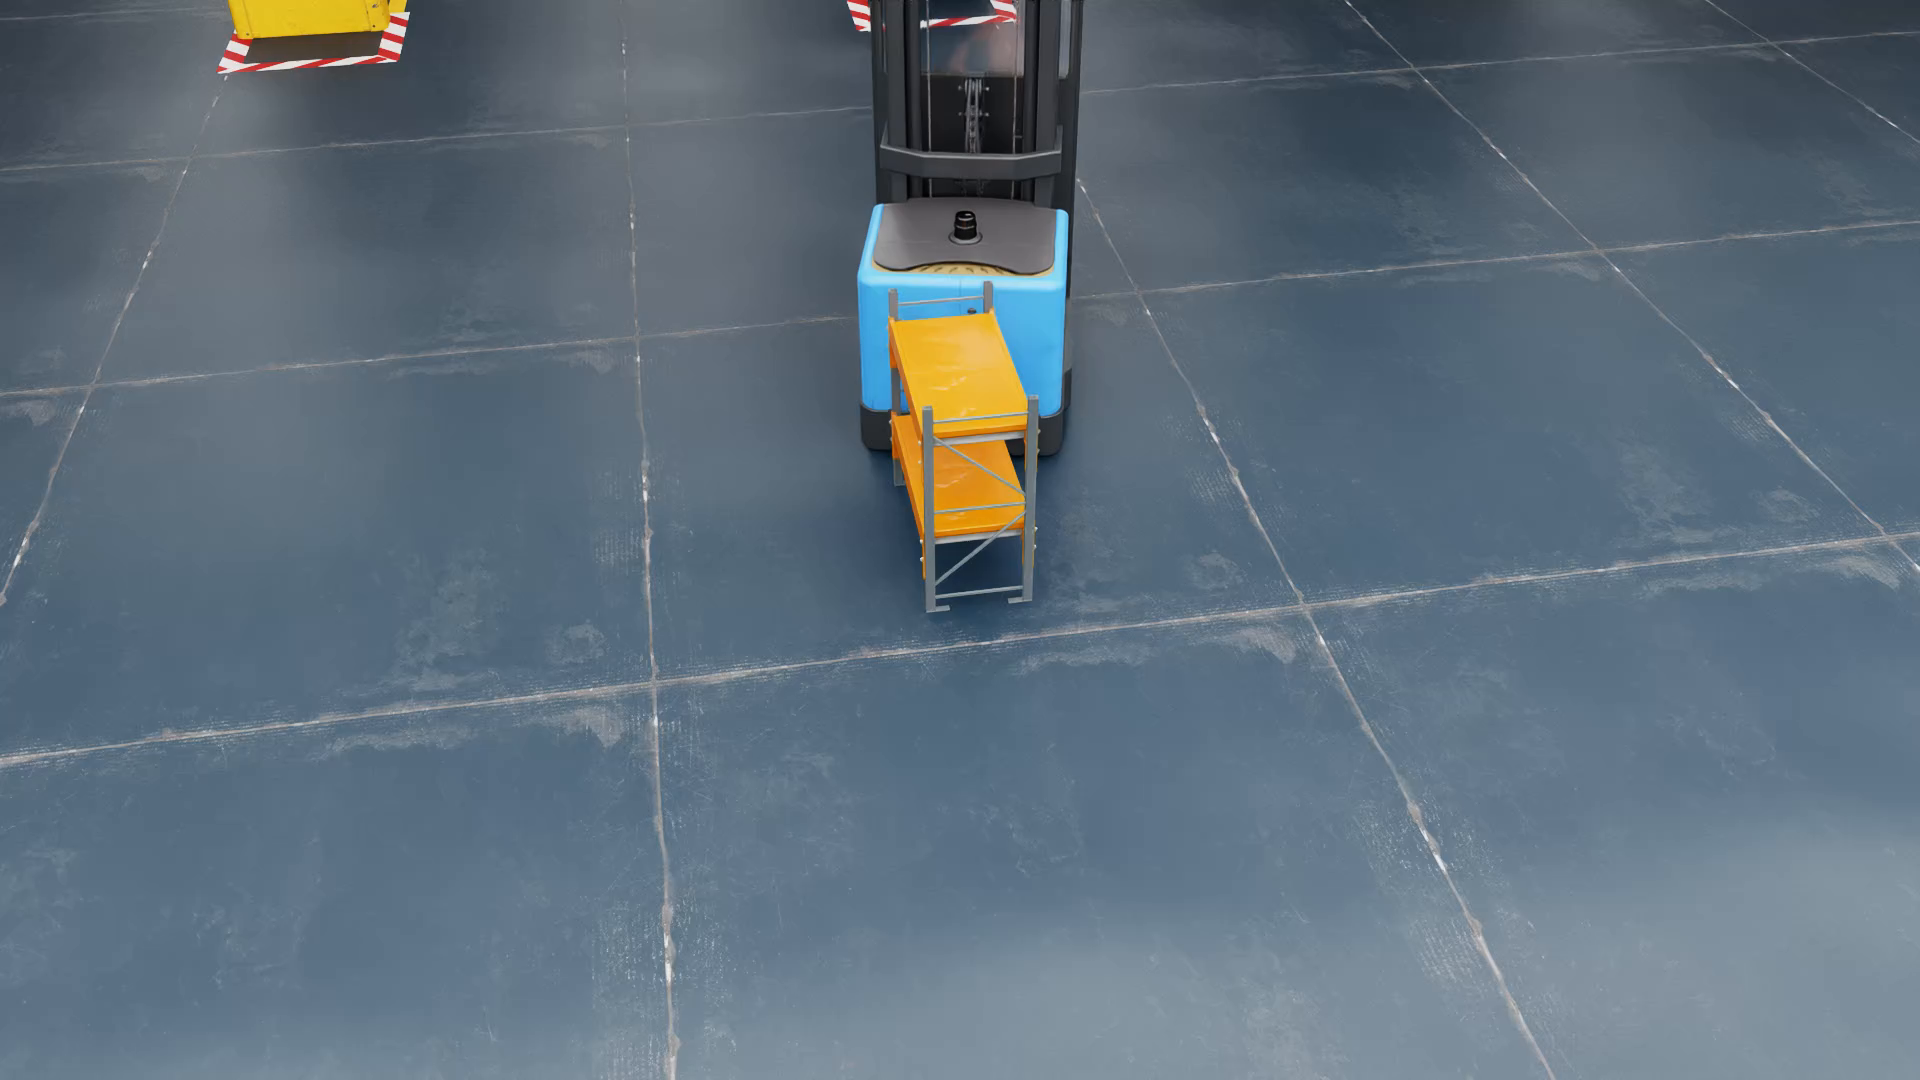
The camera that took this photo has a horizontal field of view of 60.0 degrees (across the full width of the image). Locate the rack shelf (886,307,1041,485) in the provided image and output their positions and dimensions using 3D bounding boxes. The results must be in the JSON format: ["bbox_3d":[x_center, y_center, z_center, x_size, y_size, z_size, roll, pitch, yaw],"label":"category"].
[{"bbox_3d":[-0.001,-0.679,7.631,0.538,0.278,1.000,-6,38,-8],"label":"rack shelf"}]

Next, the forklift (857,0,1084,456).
[{"bbox_3d":[0.102,-2.478,8.951,1.130,2.935,3.031,2,38,3],"label":"forklift"}]

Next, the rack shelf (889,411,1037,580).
[{"bbox_3d":[-0.001,-0.255,7.960,0.538,0.278,1.000,-6,38,-8],"label":"rack shelf"}]

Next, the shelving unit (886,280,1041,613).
[{"bbox_3d":[-0.001,-0.448,7.810,0.538,1.125,1.048,-6,38,-8],"label":"shelving unit"}]

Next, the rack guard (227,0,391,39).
[{"bbox_3d":[-5.242,-4.364,13.360,1.175,0.500,0.348,-6,38,-8],"label":"rack guard"}]

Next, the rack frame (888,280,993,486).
[{"bbox_3d":[-0.090,-0.755,8.205,0.500,1.125,0.032,-6,38,-8],"label":"rack frame"}]

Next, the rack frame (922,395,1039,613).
[{"bbox_3d":[0.088,-0.141,7.415,0.500,1.125,0.032,-6,38,-8],"label":"rack frame"}]
